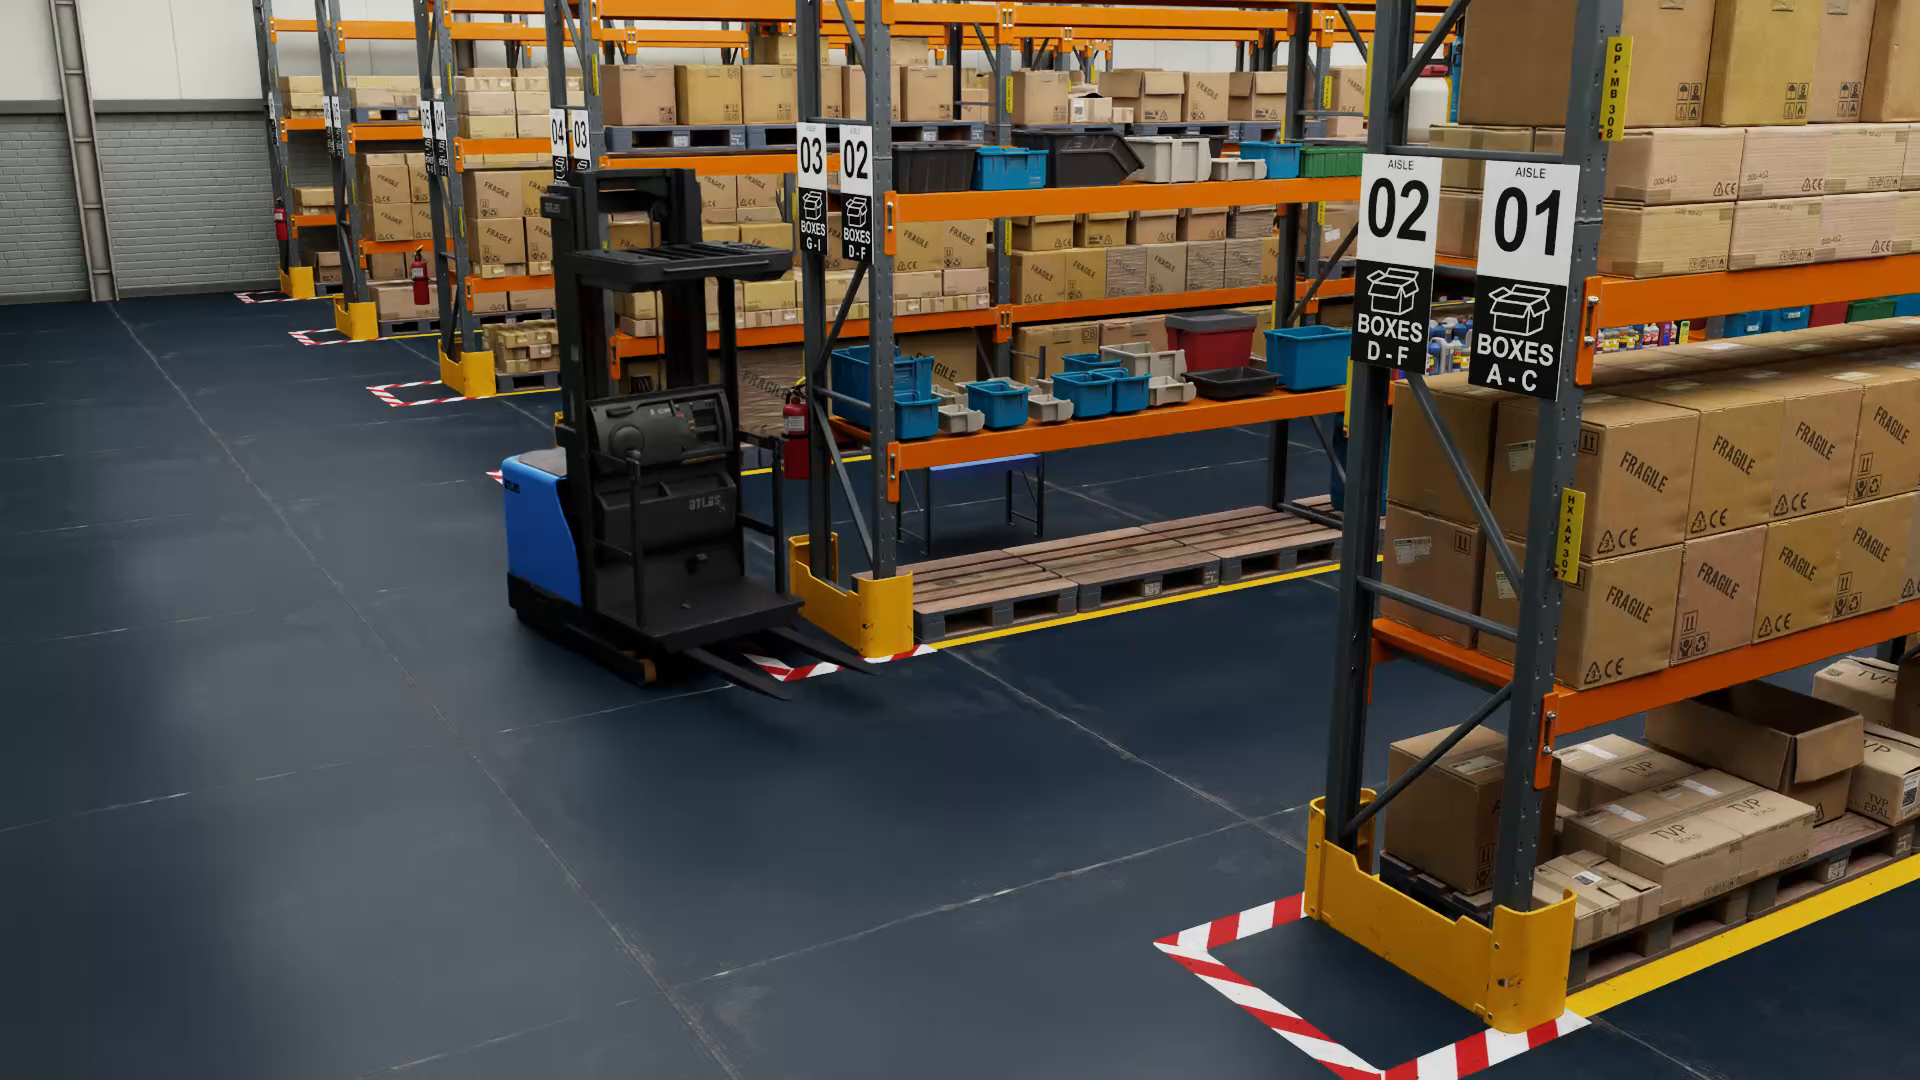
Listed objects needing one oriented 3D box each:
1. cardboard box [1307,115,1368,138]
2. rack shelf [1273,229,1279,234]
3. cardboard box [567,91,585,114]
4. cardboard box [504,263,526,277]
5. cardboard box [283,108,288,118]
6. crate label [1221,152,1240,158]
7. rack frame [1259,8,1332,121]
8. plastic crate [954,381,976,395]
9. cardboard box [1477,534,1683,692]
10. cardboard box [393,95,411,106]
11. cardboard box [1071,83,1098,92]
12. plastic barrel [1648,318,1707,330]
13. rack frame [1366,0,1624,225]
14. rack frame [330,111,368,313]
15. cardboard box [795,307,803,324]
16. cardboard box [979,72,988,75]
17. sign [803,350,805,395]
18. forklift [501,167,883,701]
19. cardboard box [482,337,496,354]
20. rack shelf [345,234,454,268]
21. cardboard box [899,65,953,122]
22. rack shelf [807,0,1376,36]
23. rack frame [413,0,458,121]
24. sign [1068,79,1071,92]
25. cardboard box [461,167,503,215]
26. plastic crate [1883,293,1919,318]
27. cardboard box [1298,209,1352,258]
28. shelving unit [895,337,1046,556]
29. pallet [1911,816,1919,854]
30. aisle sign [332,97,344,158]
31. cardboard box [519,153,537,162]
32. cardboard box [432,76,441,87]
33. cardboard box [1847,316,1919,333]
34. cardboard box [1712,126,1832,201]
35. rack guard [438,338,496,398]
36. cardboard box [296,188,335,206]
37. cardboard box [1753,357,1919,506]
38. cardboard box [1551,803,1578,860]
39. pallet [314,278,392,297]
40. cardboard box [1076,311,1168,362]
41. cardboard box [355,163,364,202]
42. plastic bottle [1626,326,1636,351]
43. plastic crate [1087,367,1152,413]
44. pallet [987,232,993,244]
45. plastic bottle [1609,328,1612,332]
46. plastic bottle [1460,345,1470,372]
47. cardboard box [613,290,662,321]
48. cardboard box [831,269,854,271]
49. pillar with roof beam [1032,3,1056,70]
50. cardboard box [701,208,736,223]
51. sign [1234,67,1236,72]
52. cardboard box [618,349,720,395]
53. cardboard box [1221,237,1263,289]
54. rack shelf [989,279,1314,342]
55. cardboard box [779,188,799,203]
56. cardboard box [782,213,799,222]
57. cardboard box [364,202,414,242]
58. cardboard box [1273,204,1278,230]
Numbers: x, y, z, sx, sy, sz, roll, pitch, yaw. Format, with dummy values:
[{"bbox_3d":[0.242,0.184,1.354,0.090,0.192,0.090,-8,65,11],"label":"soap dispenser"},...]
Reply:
[{"bbox_3d":[4.138,-4.507,18.152,0.500,0.250,0.500,-9,18,-29],"label":"cardboard box"},{"bbox_3d":[2.850,-4.222,23.746,4.000,0.370,1.077,-9,18,-30],"label":"rack shelf"},{"bbox_3d":[-4.325,-4.932,18.742,0.500,0.250,0.500,-9,18,-29],"label":"cardboard box"},{"bbox_3d":[-5.078,-3.071,18.775,0.250,0.149,0.380,-8,18,-28],"label":"cardboard box"},{"bbox_3d":[-10.762,-6.879,26.800,0.250,0.149,0.380,-9,18,-28],"label":"cardboard box"},{"bbox_3d":[2.157,-2.743,12.069,0.466,0.136,0.293,-9,18,-30],"label":"crate label"},{"bbox_3d":[3.604,-6.017,17.704,0.127,3.000,1.000,-9,18,-30],"label":"rack frame"},{"bbox_3d":[0.159,-0.965,11.172,0.243,0.136,0.396,-9,18,-30],"label":"plastic crate"},{"bbox_3d":[2.361,0.227,6.357,0.500,0.500,0.500,-9,18,-29],"label":"cardboard box"},{"bbox_3d":[-7.700,-6.043,22.856,0.250,0.149,0.380,-11,19,-34],"label":"cardboard box"},{"bbox_3d":[1.877,-6.157,22.960,0.500,0.311,0.500,-9,18,-30],"label":"cardboard box"},{"bbox_3d":[6.396,-2.183,14.887,0.708,0.536,0.600,-9,18,-30],"label":"plastic barrel"},{"bbox_3d":[1.845,-2.613,5.558,0.127,3.000,1.000,-9,18,-30],"label":"rack frame"},{"bbox_3d":[-8.358,-4.309,22.726,0.127,3.000,1.000,-9,18,-30],"label":"rack frame"},{"bbox_3d":[-1.462,-2.083,15.248,0.250,0.149,0.380,-10,18,-31],"label":"cardboard box"},{"bbox_3d":[0.634,-7.536,27.251,0.500,0.250,0.500,-9,18,-29],"label":"cardboard box"},{"bbox_3d":[-1.000,-1.074,10.882,0.005,0.325,0.100,-9,18,-30],"label":"sign"},{"bbox_3d":[-1.670,-0.700,9.976,1.130,2.935,3.031,-13,20,-39],"label":"forklift"},{"bbox_3d":[-5.416,-2.290,19.476,0.250,0.149,0.380,-10,18,-31],"label":"cardboard box"},{"bbox_3d":[-6.643,-4.241,23.815,4.000,0.370,1.077,-9,18,-30],"label":"rack shelf"},{"bbox_3d":[-0.465,-4.193,15.604,0.500,0.500,0.700,-10,19,-33],"label":"cardboard box"},{"bbox_3d":[1.011,-3.498,10.792,4.000,0.370,1.077,-9,18,-30],"label":"rack shelf"},{"bbox_3d":[-5.722,-6.067,17.881,0.127,3.000,1.000,-9,18,-30],"label":"rack frame"},{"bbox_3d":[1.414,-5.858,21.734,0.005,0.325,0.100,-9,18,-30],"label":"sign"},{"bbox_3d":[-5.457,-3.972,18.934,0.500,0.500,0.500,-10,18,-31],"label":"cardboard box"},{"bbox_3d":[8.798,-2.306,15.608,0.575,0.384,0.392,-9,18,-30],"label":"plastic crate"},{"bbox_3d":[4.046,-3.463,18.744,0.500,0.500,0.500,-12,20,-36],"label":"cardboard box"},{"bbox_3d":[0.073,-0.734,12.750,1.048,1.500,0.538,-9,18,-30],"label":"shelving unit"},{"bbox_3d":[4.684,1.158,8.388,1.213,0.211,1.003,-9,18,-30],"label":"pallet"},{"bbox_3d":[-8.270,-5.484,22.100,0.004,0.787,0.394,-9,18,-30],"label":"aisle sign"},{"bbox_3d":[-6.157,-5.428,23.476,0.250,0.149,0.380,-10,18,-31],"label":"cardboard box"},{"bbox_3d":[-8.666,-7.503,27.360,0.500,0.250,0.500,-9,18,-29],"label":"cardboard box"},{"bbox_3d":[4.725,-0.809,8.202,0.500,0.500,0.500,-9,18,-28],"label":"cardboard box"},{"bbox_3d":[2.851,-1.416,6.198,0.500,0.250,0.500,-9,18,-30],"label":"cardboard box"},{"bbox_3d":[-5.656,-1.985,19.065,0.348,0.500,1.175,-9,18,-30],"label":"rack guard"},{"bbox_3d":[-10.389,-5.529,26.804,0.500,0.250,0.500,-9,18,-29],"label":"cardboard box"},{"bbox_3d":[3.671,-0.468,6.984,0.500,0.500,0.500,-9,18,-30],"label":"cardboard box"},{"bbox_3d":[2.577,1.260,7.291,0.250,0.166,0.380,-9,18,-30],"label":"cardboard box"},{"bbox_3d":[-10.169,-4.236,27.631,1.213,0.211,1.003,-9,18,-30],"label":"pallet"},{"bbox_3d":[1.479,-1.970,17.538,0.875,0.875,1.225,-10,18,-32],"label":"cardboard box"},{"bbox_3d":[-8.067,-4.961,23.013,0.500,0.500,0.500,-9,18,-28],"label":"cardboard box"},{"bbox_3d":[5.471,-1.648,13.598,0.097,0.201,0.097,0,16,0],"label":"plastic bottle"},{"bbox_3d":[1.064,-1.002,11.125,0.300,0.233,0.416,-9,18,-30],"label":"plastic crate"},{"bbox_3d":[0.580,-4.074,22.242,1.003,0.211,1.213,-9,18,-30],"label":"pallet"},{"bbox_3d":[5.695,-1.902,14.369,0.135,0.276,0.152,-9,18,-30],"label":"plastic bottle"},{"bbox_3d":[3.829,-1.381,12.649,0.097,0.201,0.097,0,16,0],"label":"plastic bottle"},{"bbox_3d":[-2.703,-2.092,14.542,0.500,0.250,0.500,-10,18,-31],"label":"cardboard box"},{"bbox_3d":[-1.233,-2.498,15.989,0.500,0.250,0.500,-9,18,-28],"label":"cardboard box"},{"bbox_3d":[3.954,-9.686,30.791,0.400,9.000,9.100,-9,18,-30],"label":"pillar with roof beam"},{"bbox_3d":[-3.008,-3.721,19.891,0.500,0.500,0.500,-10,18,-31],"label":"cardboard box"},{"bbox_3d":[5.078,-8.524,30.585,0.005,0.325,0.100,-9,18,-30],"label":"sign"},{"bbox_3d":[-2.746,-1.303,15.160,0.875,0.875,0.875,-9,18,-30],"label":"cardboard box"},{"bbox_3d":[2.878,-2.983,17.808,0.500,0.500,0.500,-9,18,-30],"label":"cardboard box"},{"bbox_3d":[1.889,-2.504,17.619,4.000,0.370,1.077,-9,18,-30],"label":"rack shelf"},{"bbox_3d":[-2.650,-5.316,25.668,0.500,0.250,0.500,-10,18,-31],"label":"cardboard box"},{"bbox_3d":[-2.053,-4.060,20.971,0.250,0.149,0.380,-9,18,-28],"label":"cardboard box"},{"bbox_3d":[-7.798,-4.358,22.714,0.500,0.500,0.500,-9,18,-30],"label":"cardboard box"},{"bbox_3d":[4.255,-4.760,24.148,0.500,0.500,0.500,-9,18,-30],"label":"cardboard box"}]
